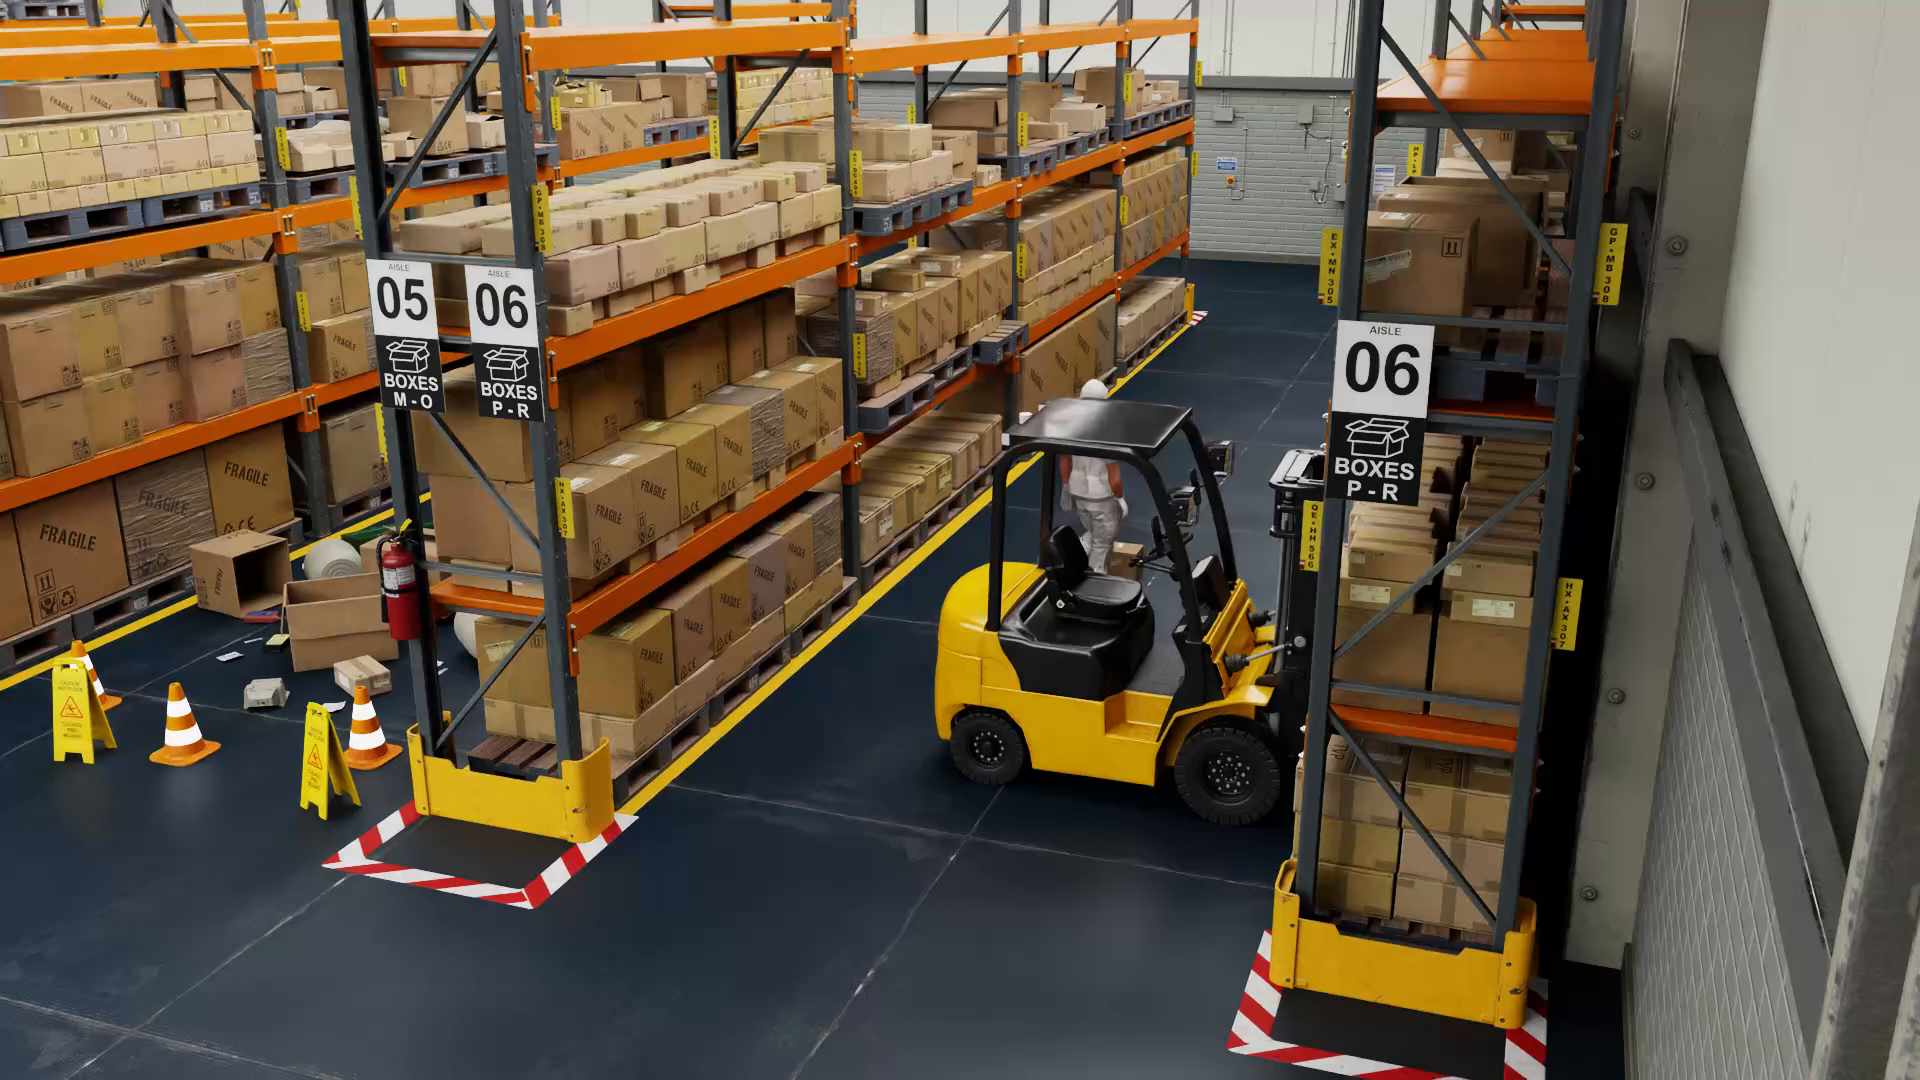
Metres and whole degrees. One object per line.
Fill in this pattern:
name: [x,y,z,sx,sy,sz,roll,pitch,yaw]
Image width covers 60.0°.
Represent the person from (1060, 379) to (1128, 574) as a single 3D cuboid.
person: [0.995,-0.334,12.464,0.505,1.784,0.556,-13,23,-35]
